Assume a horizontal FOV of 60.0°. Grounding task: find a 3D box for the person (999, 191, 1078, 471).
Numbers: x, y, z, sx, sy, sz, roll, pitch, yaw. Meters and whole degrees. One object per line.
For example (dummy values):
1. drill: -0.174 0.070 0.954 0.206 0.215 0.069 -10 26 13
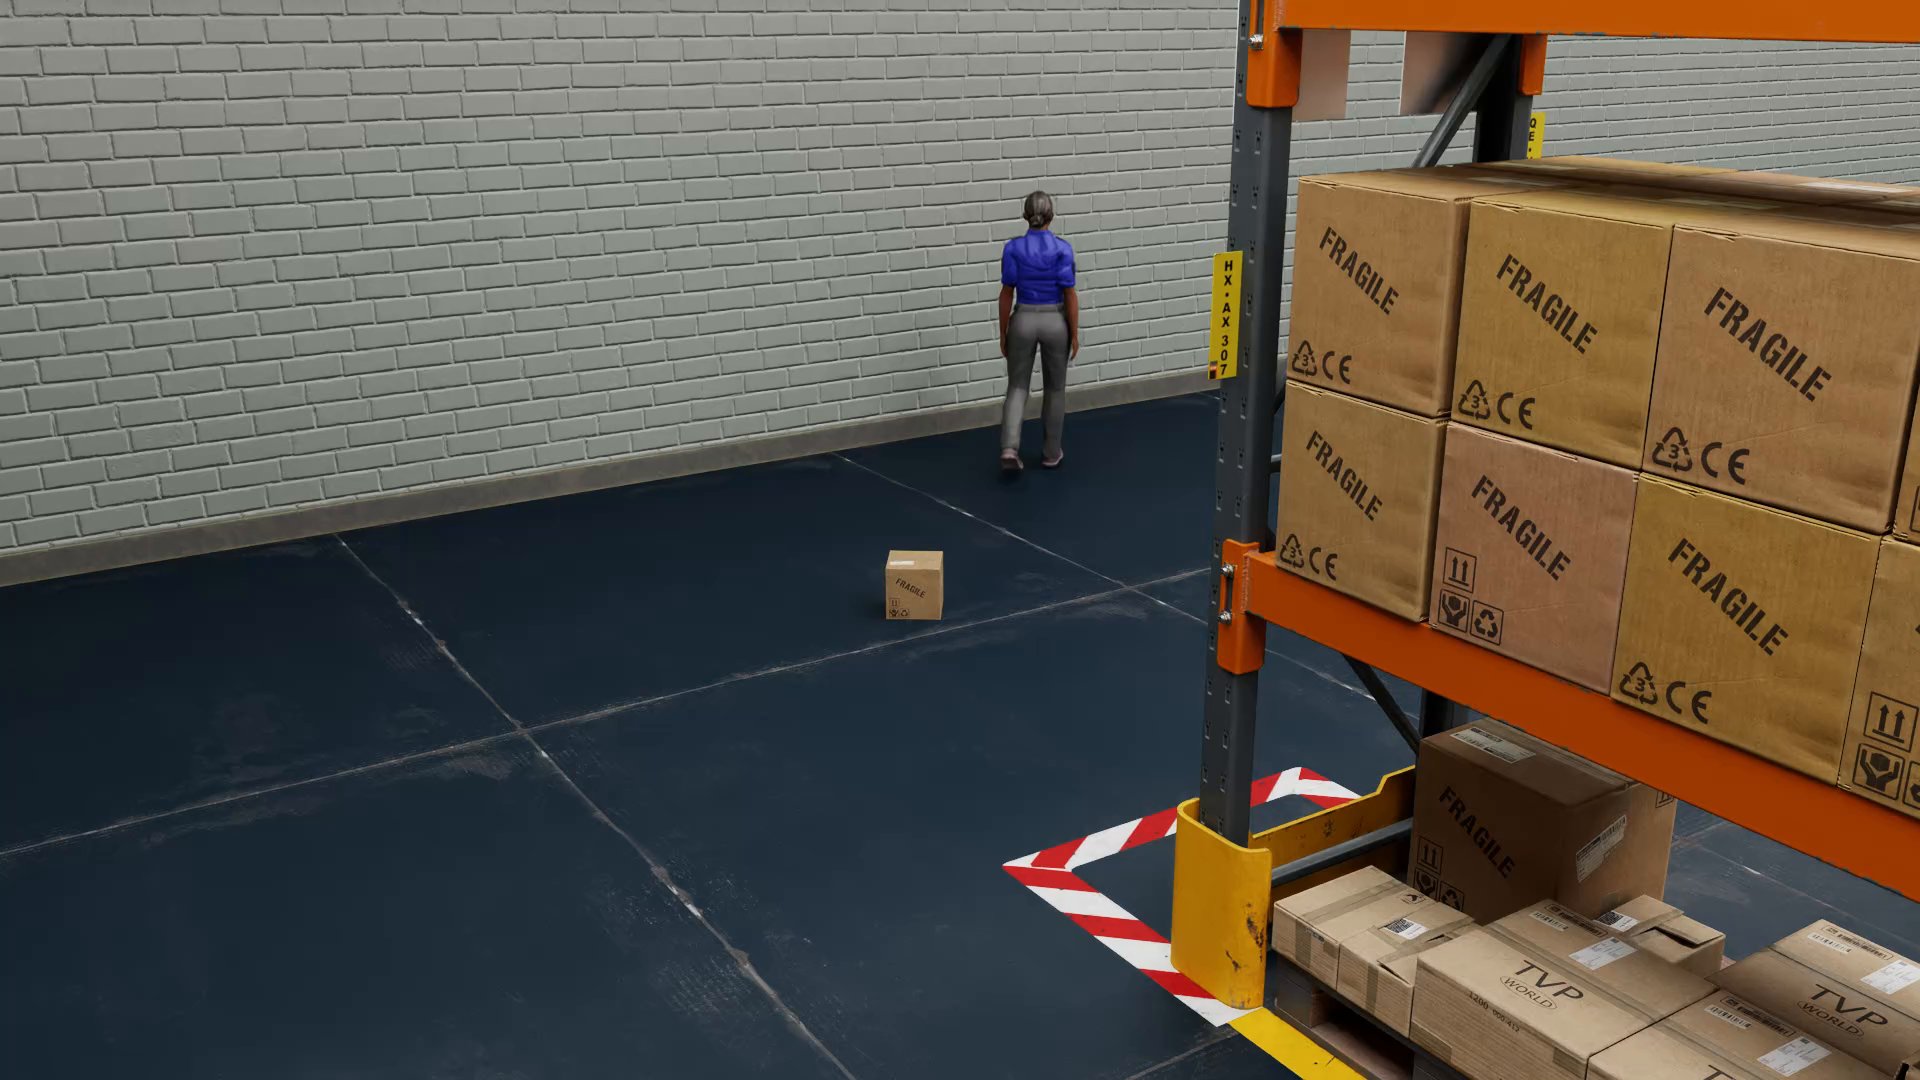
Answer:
1. person: 0.462 -1.211 9.716 0.464 1.643 0.661 3 18 9
